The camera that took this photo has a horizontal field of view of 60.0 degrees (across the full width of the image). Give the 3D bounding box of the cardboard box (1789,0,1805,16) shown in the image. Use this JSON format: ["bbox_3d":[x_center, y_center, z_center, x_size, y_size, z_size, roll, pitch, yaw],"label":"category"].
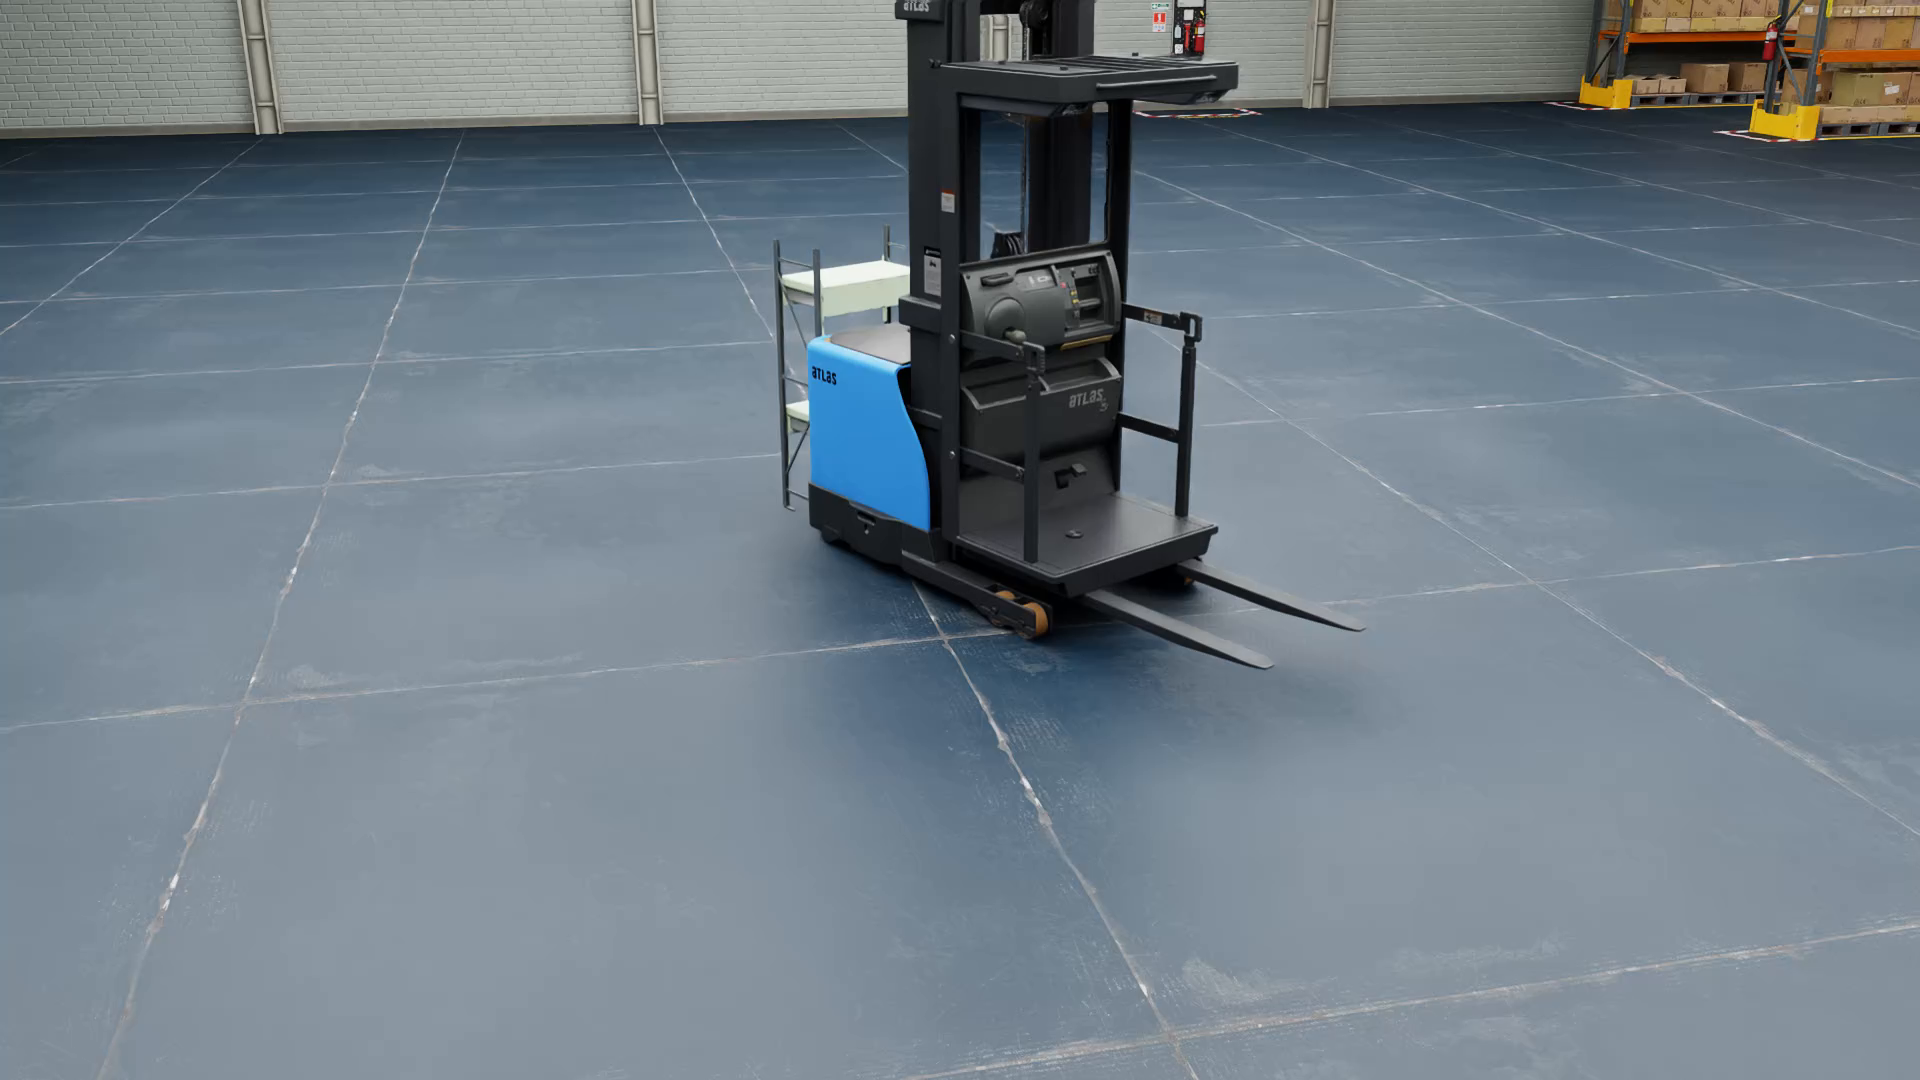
[{"bbox_3d":[15.363,-9.931,30.663,0.500,0.500,0.500,-5,21,-13],"label":"cardboard box"}]

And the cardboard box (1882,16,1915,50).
[{"bbox_3d":[14.454,-7.966,26.056,0.500,0.500,0.700,-5,21,-12],"label":"cardboard box"}]

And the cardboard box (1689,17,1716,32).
[{"bbox_3d":[13.406,-9.420,30.357,0.500,0.250,0.500,-5,21,-13],"label":"cardboard box"}]

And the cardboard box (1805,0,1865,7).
[{"bbox_3d":[13.511,-8.499,25.624,0.500,0.500,0.700,-5,21,-12],"label":"cardboard box"}]

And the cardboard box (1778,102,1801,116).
[{"bbox_3d":[13.456,-6.854,26.551,0.500,0.250,0.500,-5,21,-12],"label":"cardboard box"}]

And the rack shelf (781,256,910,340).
[{"bbox_3d":[-0.573,-1.286,9.010,0.720,0.370,0.431,-16,25,-37],"label":"rack shelf"}]

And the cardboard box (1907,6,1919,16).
[{"bbox_3d":[14.687,-8.219,25.803,0.250,0.149,0.380,-5,21,-13],"label":"cardboard box"}]

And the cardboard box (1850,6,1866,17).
[{"bbox_3d":[13.690,-8.139,25.583,0.250,0.149,0.380,-5,21,-14],"label":"cardboard box"}]

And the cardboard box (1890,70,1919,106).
[{"bbox_3d":[15.036,-7.150,26.270,0.500,0.500,0.500,-5,21,-12],"label":"cardboard box"}]

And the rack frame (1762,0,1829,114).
[{"bbox_3d":[13.002,-7.806,25.764,0.127,3.000,1.000,-5,21,-12],"label":"rack frame"}]

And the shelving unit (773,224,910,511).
[{"bbox_3d":[-0.573,-0.920,9.145,0.755,1.500,0.431,-16,25,-37],"label":"shelving unit"}]

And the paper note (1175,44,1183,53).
[{"bbox_3d":[3.900,-8.747,29.612,0.142,0.148,0.016,-5,21,-12],"label":"paper note"}]

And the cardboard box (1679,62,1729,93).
[{"bbox_3d":[13.833,-8.608,30.947,0.500,0.500,0.700,-6,21,-16],"label":"cardboard box"}]

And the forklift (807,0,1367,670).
[{"bbox_3d":[0.527,-1.119,7.607,1.130,2.935,3.031,-16,25,-37],"label":"forklift"}]

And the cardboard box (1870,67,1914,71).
[{"bbox_3d":[14.912,-7.330,26.760,0.500,0.500,0.500,-5,21,-12],"label":"cardboard box"}]

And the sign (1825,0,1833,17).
[{"bbox_3d":[13.124,-8.064,25.093,0.005,0.325,0.100,-5,21,-12],"label":"sign"}]

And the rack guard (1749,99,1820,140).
[{"bbox_3d":[12.979,-6.631,26.189,0.348,0.500,1.175,-5,21,-12],"label":"rack guard"}]

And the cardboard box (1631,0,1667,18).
[{"bbox_3d":[12.393,-9.692,30.012,0.500,0.500,0.500,-5,21,-12],"label":"cardboard box"}]

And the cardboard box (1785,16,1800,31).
[{"bbox_3d":[15.360,-9.581,30.797,0.500,0.250,0.500,-5,21,-12],"label":"cardboard box"}]

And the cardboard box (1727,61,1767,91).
[{"bbox_3d":[14.751,-8.718,31.248,0.500,0.500,0.500,-6,21,-17],"label":"cardboard box"}]

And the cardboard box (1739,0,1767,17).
[{"bbox_3d":[14.386,-9.853,30.451,0.500,0.500,0.500,-5,21,-14],"label":"cardboard box"}]

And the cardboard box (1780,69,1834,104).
[{"bbox_3d":[13.456,-7.207,26.424,0.500,0.500,0.500,-5,21,-12],"label":"cardboard box"}]

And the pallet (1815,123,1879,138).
[{"bbox_3d":[13.737,-6.572,26.447,1.213,0.211,1.003,-5,21,-12],"label":"pallet"}]

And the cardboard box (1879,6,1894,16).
[{"bbox_3d":[14.179,-8.177,25.688,0.250,0.149,0.380,-5,21,-13],"label":"cardboard box"}]

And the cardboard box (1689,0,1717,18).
[{"bbox_3d":[13.380,-9.767,30.215,0.500,0.500,0.500,-5,21,-14],"label":"cardboard box"}]

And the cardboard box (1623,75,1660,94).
[{"bbox_3d":[12.553,-8.433,30.744,0.500,0.311,0.500,-7,21,-19],"label":"cardboard box"}]

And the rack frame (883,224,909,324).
[{"bbox_3d":[-0.292,-1.000,9.364,0.023,1.500,0.400,-16,25,-37],"label":"rack frame"}]

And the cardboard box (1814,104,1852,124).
[{"bbox_3d":[13.575,-6.680,26.077,0.500,0.250,0.500,-5,21,-12],"label":"cardboard box"}]

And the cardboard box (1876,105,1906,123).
[{"bbox_3d":[14.548,-6.761,26.296,0.500,0.250,0.500,-5,21,-12],"label":"cardboard box"}]

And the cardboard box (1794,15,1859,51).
[{"bbox_3d":[13.460,-7.886,25.836,0.500,0.500,0.700,-5,21,-12],"label":"cardboard box"}]

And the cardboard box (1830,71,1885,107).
[{"bbox_3d":[14.062,-7.073,26.058,0.500,0.500,0.500,-5,21,-12],"label":"cardboard box"}]

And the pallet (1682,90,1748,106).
[{"bbox_3d":[13.916,-8.309,31.189,1.213,0.211,1.003,-5,21,-12],"label":"pallet"}]

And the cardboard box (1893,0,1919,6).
[{"bbox_3d":[14.512,-8.583,25.853,0.500,0.500,0.700,-5,21,-12],"label":"cardboard box"}]

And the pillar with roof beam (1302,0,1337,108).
[{"bbox_3d":[7.493,-10.710,24.969,0.400,9.000,9.100,-5,21,-12],"label":"pillar with roof beam"}]

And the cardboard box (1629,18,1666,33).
[{"bbox_3d":[12.407,-9.335,30.127,0.500,0.250,0.500,-5,21,-14],"label":"cardboard box"}]

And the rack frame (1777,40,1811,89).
[{"bbox_3d":[15.752,-9.781,31.154,0.127,3.000,1.000,-5,21,-12],"label":"rack frame"}]

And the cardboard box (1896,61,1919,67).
[{"bbox_3d":[17.950,-9.005,32.031,0.500,0.500,0.700,-5,21,-13],"label":"cardboard box"}]

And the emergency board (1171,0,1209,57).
[{"bbox_3d":[4.088,-9.151,29.436,0.643,1.169,0.194,-5,21,-12],"label":"emergency board"}]

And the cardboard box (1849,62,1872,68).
[{"bbox_3d":[16.955,-8.935,31.840,0.500,0.500,0.700,-5,21,-14],"label":"cardboard box"}]

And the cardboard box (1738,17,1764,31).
[{"bbox_3d":[14.388,-9.499,30.574,0.500,0.250,0.500,-5,21,-13],"label":"cardboard box"}]

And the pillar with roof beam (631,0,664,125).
[{"bbox_3d":[-4.185,-9.760,22.376,0.400,9.000,9.100,-5,21,-12],"label":"pillar with roof beam"}]

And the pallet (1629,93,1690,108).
[{"bbox_3d":[12.732,-8.213,30.929,1.213,0.211,1.003,-5,21,-12],"label":"pallet"}]

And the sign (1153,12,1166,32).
[{"bbox_3d":[3.527,-9.159,29.405,0.234,0.329,0.001,-5,21,-12],"label":"sign"}]
